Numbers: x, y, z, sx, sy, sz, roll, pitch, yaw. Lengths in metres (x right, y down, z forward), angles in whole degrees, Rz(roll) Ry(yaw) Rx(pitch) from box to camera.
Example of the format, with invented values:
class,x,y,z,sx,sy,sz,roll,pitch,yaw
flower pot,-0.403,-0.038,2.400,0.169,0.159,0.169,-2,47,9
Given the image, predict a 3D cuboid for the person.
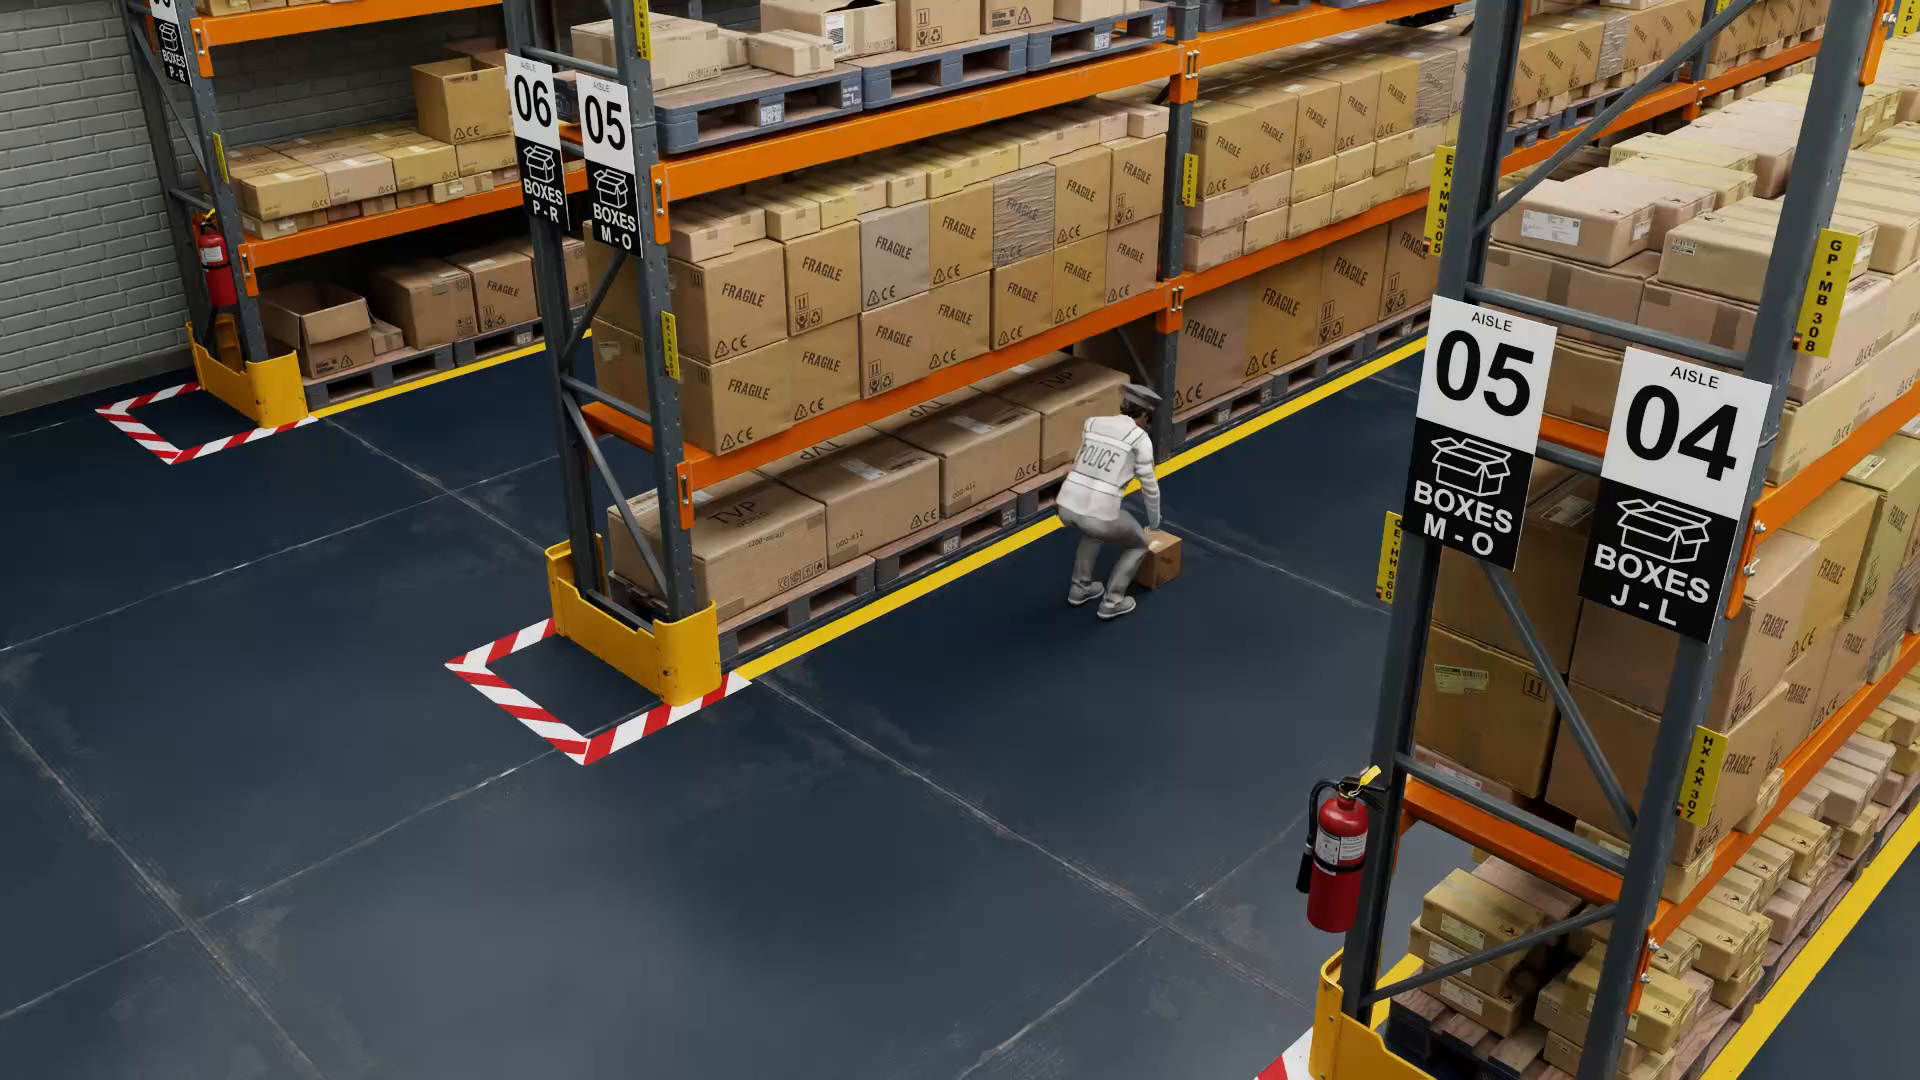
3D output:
class,x,y,z,sx,sy,sz,roll,pitch,yaw
person,0.847,-0.228,9.455,0.533,1.292,0.752,25,37,38
